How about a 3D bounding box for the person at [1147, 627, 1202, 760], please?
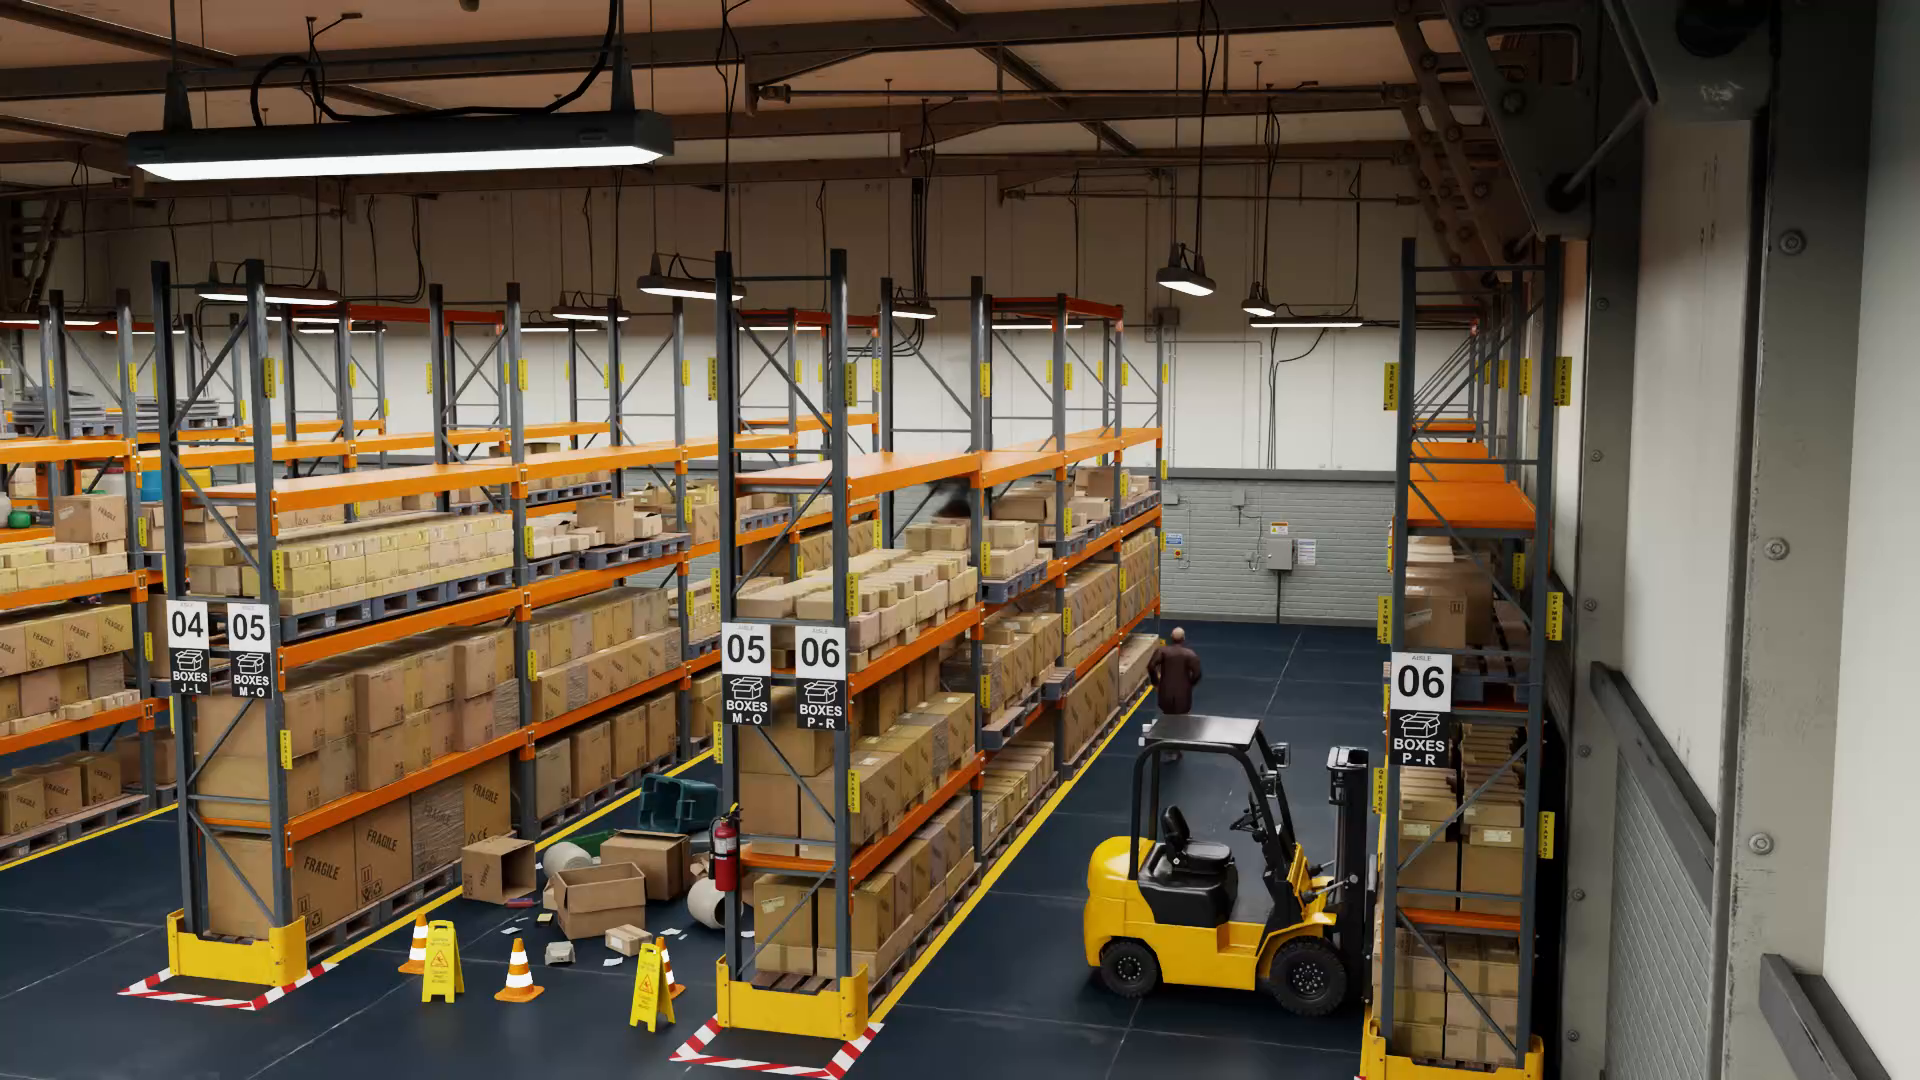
[{"bbox_3d":[2.827,2.000,21.825,0.707,1.740,0.566,1,6,14],"label":"person"}]
